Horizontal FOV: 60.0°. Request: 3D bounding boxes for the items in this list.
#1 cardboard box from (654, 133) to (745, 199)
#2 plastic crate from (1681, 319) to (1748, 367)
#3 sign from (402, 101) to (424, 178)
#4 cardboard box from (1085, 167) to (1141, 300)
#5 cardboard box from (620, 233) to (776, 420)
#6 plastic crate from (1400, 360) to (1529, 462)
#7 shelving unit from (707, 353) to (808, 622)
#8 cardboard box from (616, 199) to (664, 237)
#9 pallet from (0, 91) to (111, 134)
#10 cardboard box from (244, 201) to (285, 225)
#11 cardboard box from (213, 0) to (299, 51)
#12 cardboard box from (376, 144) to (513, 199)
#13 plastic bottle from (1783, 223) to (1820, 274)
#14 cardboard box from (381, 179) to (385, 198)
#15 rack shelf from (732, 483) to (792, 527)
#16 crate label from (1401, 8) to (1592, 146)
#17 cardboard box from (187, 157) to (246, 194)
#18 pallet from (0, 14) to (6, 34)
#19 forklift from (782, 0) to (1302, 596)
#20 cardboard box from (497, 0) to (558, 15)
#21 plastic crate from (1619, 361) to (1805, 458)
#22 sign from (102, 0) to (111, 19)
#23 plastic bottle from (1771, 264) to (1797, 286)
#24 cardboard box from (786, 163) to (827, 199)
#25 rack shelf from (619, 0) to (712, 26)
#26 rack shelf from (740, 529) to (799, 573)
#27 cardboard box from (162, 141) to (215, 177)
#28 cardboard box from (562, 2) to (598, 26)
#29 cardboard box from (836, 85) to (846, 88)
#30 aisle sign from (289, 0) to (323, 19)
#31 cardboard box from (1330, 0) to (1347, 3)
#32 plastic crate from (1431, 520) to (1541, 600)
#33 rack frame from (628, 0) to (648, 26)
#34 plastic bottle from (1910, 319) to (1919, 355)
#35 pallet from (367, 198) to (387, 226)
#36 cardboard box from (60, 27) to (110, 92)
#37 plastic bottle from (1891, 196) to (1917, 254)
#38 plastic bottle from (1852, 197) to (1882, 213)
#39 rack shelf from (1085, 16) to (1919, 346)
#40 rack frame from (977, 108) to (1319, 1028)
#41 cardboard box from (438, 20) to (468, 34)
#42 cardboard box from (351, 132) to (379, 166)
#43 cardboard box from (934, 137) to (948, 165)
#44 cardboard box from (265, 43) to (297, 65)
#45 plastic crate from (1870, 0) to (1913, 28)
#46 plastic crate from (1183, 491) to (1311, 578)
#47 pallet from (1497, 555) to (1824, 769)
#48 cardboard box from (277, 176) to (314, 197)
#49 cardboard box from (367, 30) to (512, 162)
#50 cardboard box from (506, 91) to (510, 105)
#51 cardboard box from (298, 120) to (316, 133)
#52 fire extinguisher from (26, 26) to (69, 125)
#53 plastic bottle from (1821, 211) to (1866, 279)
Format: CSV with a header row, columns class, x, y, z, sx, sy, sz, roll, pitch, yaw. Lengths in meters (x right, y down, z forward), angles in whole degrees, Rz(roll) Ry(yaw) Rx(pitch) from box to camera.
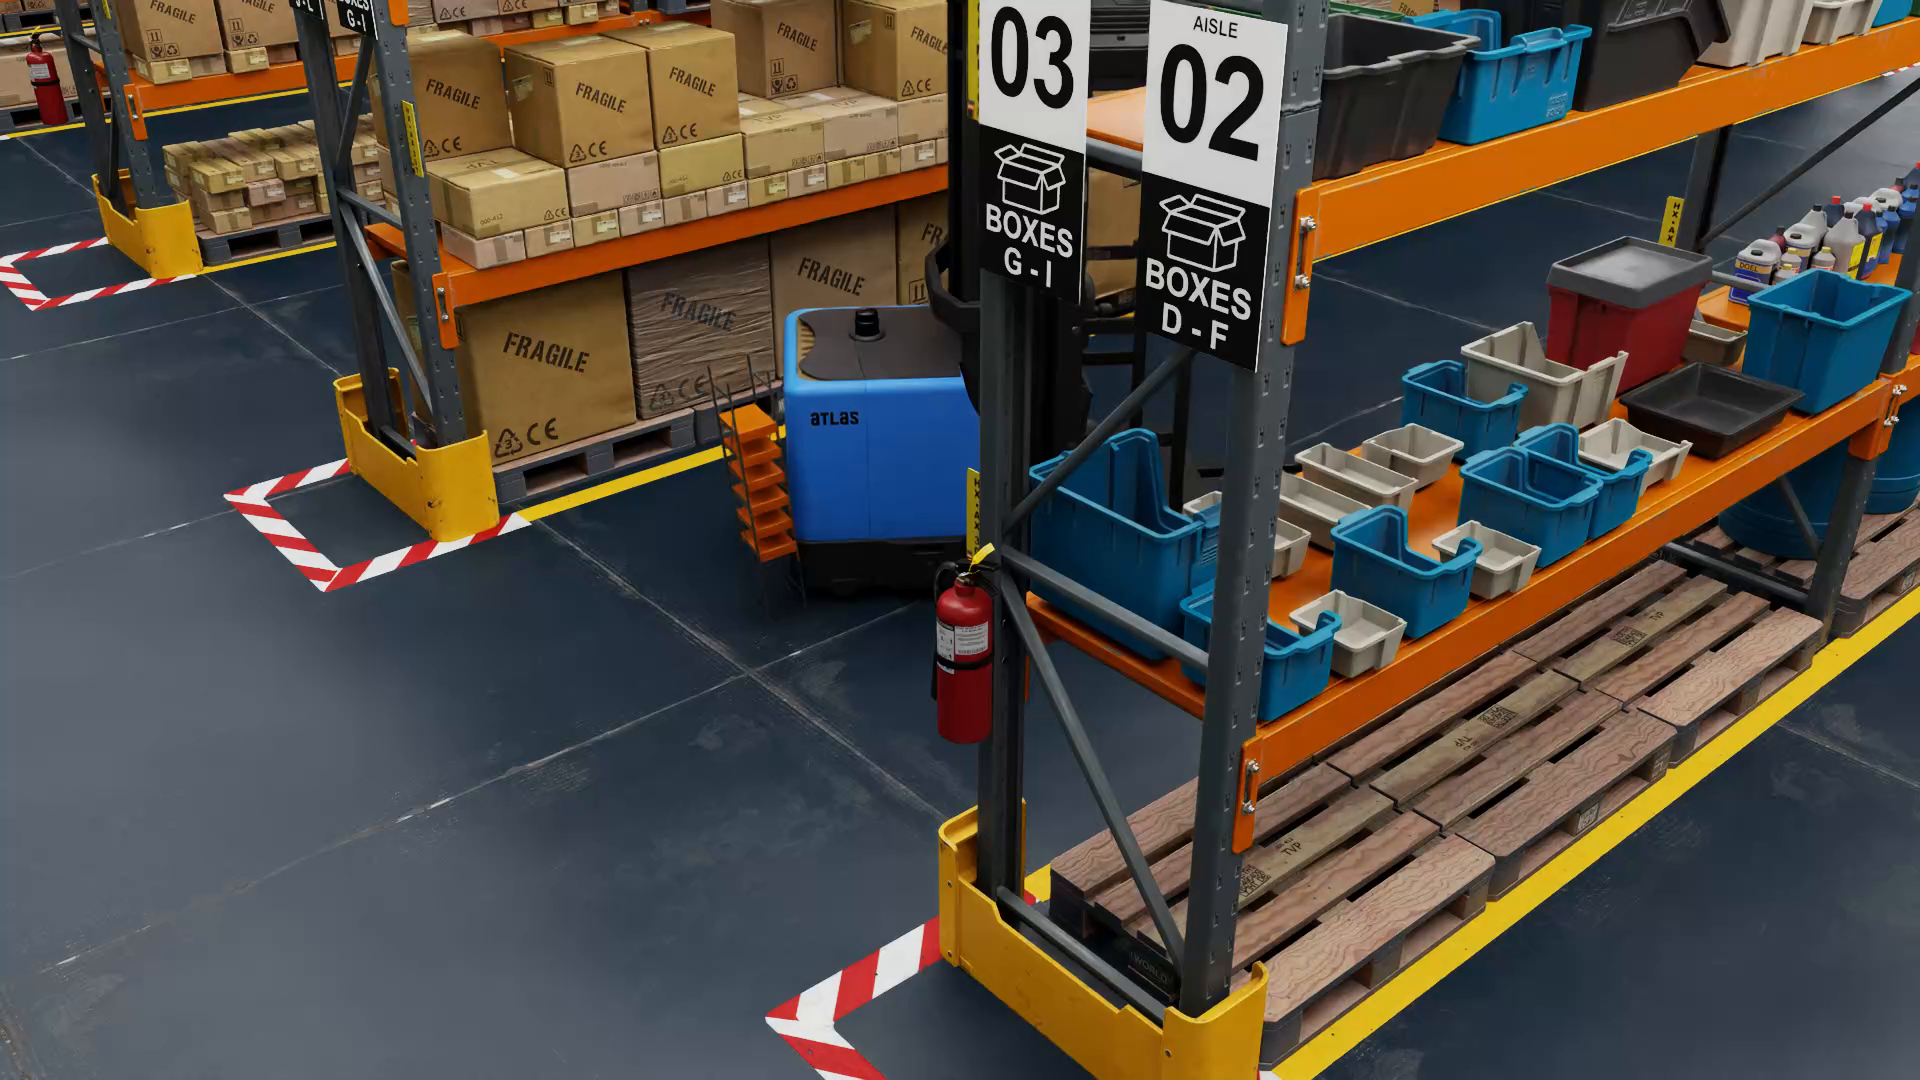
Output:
class,x,y,z,sx,sy,sz,roll,pitch,yaw
cardboard box,-1.475,-1.996,8.645,0.500,0.250,0.500,-23,36,-36
plastic crate,3.020,-0.833,6.843,0.243,0.136,0.396,-22,35,-35
sign,-2.435,-1.783,7.401,0.005,0.325,0.100,-22,35,-35
cardboard box,0.726,-2.241,11.070,0.875,0.875,1.225,-22,35,-35
cardboard box,-1.663,-1.318,9.342,0.875,0.875,0.875,-22,35,-35
plastic crate,1.820,-0.464,6.049,0.300,0.233,0.416,-22,35,-35
shelving unit,-0.891,-0.217,7.369,0.189,1.200,0.258,-20,34,-22
cardboard box,-1.720,-1.684,8.485,0.250,0.149,0.380,-23,35,-36
pallet,-8.665,-4.163,15.816,1.213,0.211,1.003,-22,35,-35
cardboard box,-5.181,-2.459,12.248,0.250,0.149,0.380,-22,35,-35
cardboard box,-5.022,-3.763,11.686,0.500,0.500,0.500,-22,35,-35
cardboard box,-2.594,-1.875,8.420,0.500,0.250,0.500,-23,35,-36
plastic bottle,3.835,-1.308,7.647,0.135,0.276,0.152,-22,35,-35
cardboard box,-4.352,-2.733,12.762,0.250,0.149,0.380,-24,36,-37
rack shelf,-0.887,-0.179,7.391,0.180,0.103,0.258,-20,34,-22
crate label,1.336,-1.215,4.315,0.502,0.251,0.408,-22,35,-35
cardboard box,-5.314,-2.605,11.890,0.250,0.149,0.380,-24,36,-37
pallet,-11.784,-5.936,19.134,1.213,0.211,1.003,-22,35,-35
forklift,0.684,-1.309,7.589,3.031,2.935,1.130,-2,28,-4
cardboard box,-3.470,-4.367,12.818,0.500,0.500,0.500,-23,36,-36
plastic crate,2.790,-0.481,6.195,0.590,0.125,0.437,-22,35,-35
sign,-5.581,-3.563,10.817,0.005,0.325,0.100,-22,35,-35
plastic bottle,3.652,-1.124,7.382,0.097,0.201,0.097,0,28,0
cardboard box,-0.939,-1.998,9.073,0.250,0.149,0.380,-21,35,-34
rack shelf,-1.369,-4.894,14.989,4.000,0.370,1.077,-22,35,-35
rack shelf,-0.865,0.026,7.514,0.180,0.103,0.258,-20,34,-22
cardboard box,-5.695,-2.819,12.291,0.250,0.149,0.380,-21,35,-34
cardboard box,-3.081,-4.200,13.193,0.250,0.149,0.380,-23,36,-36
cardboard box,-0.657,-2.655,9.880,0.500,0.250,0.500,-22,35,-35
aisle sign,-3.040,-2.799,7.547,0.004,0.787,0.394,-22,35,-35
cardboard box,2.305,-3.508,11.525,0.500,0.500,0.500,-23,36,-36
plastic crate,1.639,0.066,5.161,0.298,0.136,0.250,-22,35,-35
rack frame,-2.890,-4.600,13.675,0.127,3.000,1.000,-22,35,-35
plastic bottle,4.023,-0.922,6.917,0.133,0.283,0.061,-22,35,-35
pallet,-4.307,-2.777,13.222,1.213,0.211,1.003,-22,35,-35
cardboard box,-8.095,-4.696,16.128,0.875,0.438,0.875,-21,34,-34
plastic bottle,4.593,-1.533,8.073,0.097,0.271,0.097,0,28,0
plastic bottle,4.321,-1.503,8.012,0.135,0.276,0.152,-22,35,-35
rack shelf,1.945,-1.408,5.283,4.000,0.370,1.077,-22,35,-35
rack frame,0.424,0.209,4.676,0.127,3.000,1.000,-22,35,-35
cardboard box,-3.950,-3.917,12.663,0.250,0.149,0.380,-23,35,-36
cardboard box,-4.555,-2.950,12.536,0.250,0.149,0.380,-20,34,-33
cardboard box,-0.158,-2.312,9.659,0.250,0.149,0.380,-23,35,-36
cardboard box,-4.959,-3.531,11.942,0.250,0.149,0.380,-20,34,-33
plastic crate,2.982,-1.871,5.563,0.300,0.233,0.416,-22,35,-35
plastic crate,0.927,-0.015,5.312,0.243,0.136,0.396,-22,35,-35
pallet,2.933,0.454,7.176,1.213,0.211,1.003,-22,35,-35
cardboard box,-4.994,-2.674,12.334,0.250,0.149,0.380,-21,35,-34
cardboard box,-2.591,-2.206,8.243,0.500,0.500,0.500,-21,35,-34
cardboard box,-3.695,-3.601,13.753,0.250,0.149,0.380,-22,35,-36
cardboard box,-4.945,-3.159,12.926,0.250,0.149,0.380,-20,34,-33
fire extinguisher,-6.424,-3.266,11.656,0.183,0.674,0.296,-22,35,-35
plastic bottle,4.047,-1.340,7.626,0.185,0.351,0.144,-22,35,-35
